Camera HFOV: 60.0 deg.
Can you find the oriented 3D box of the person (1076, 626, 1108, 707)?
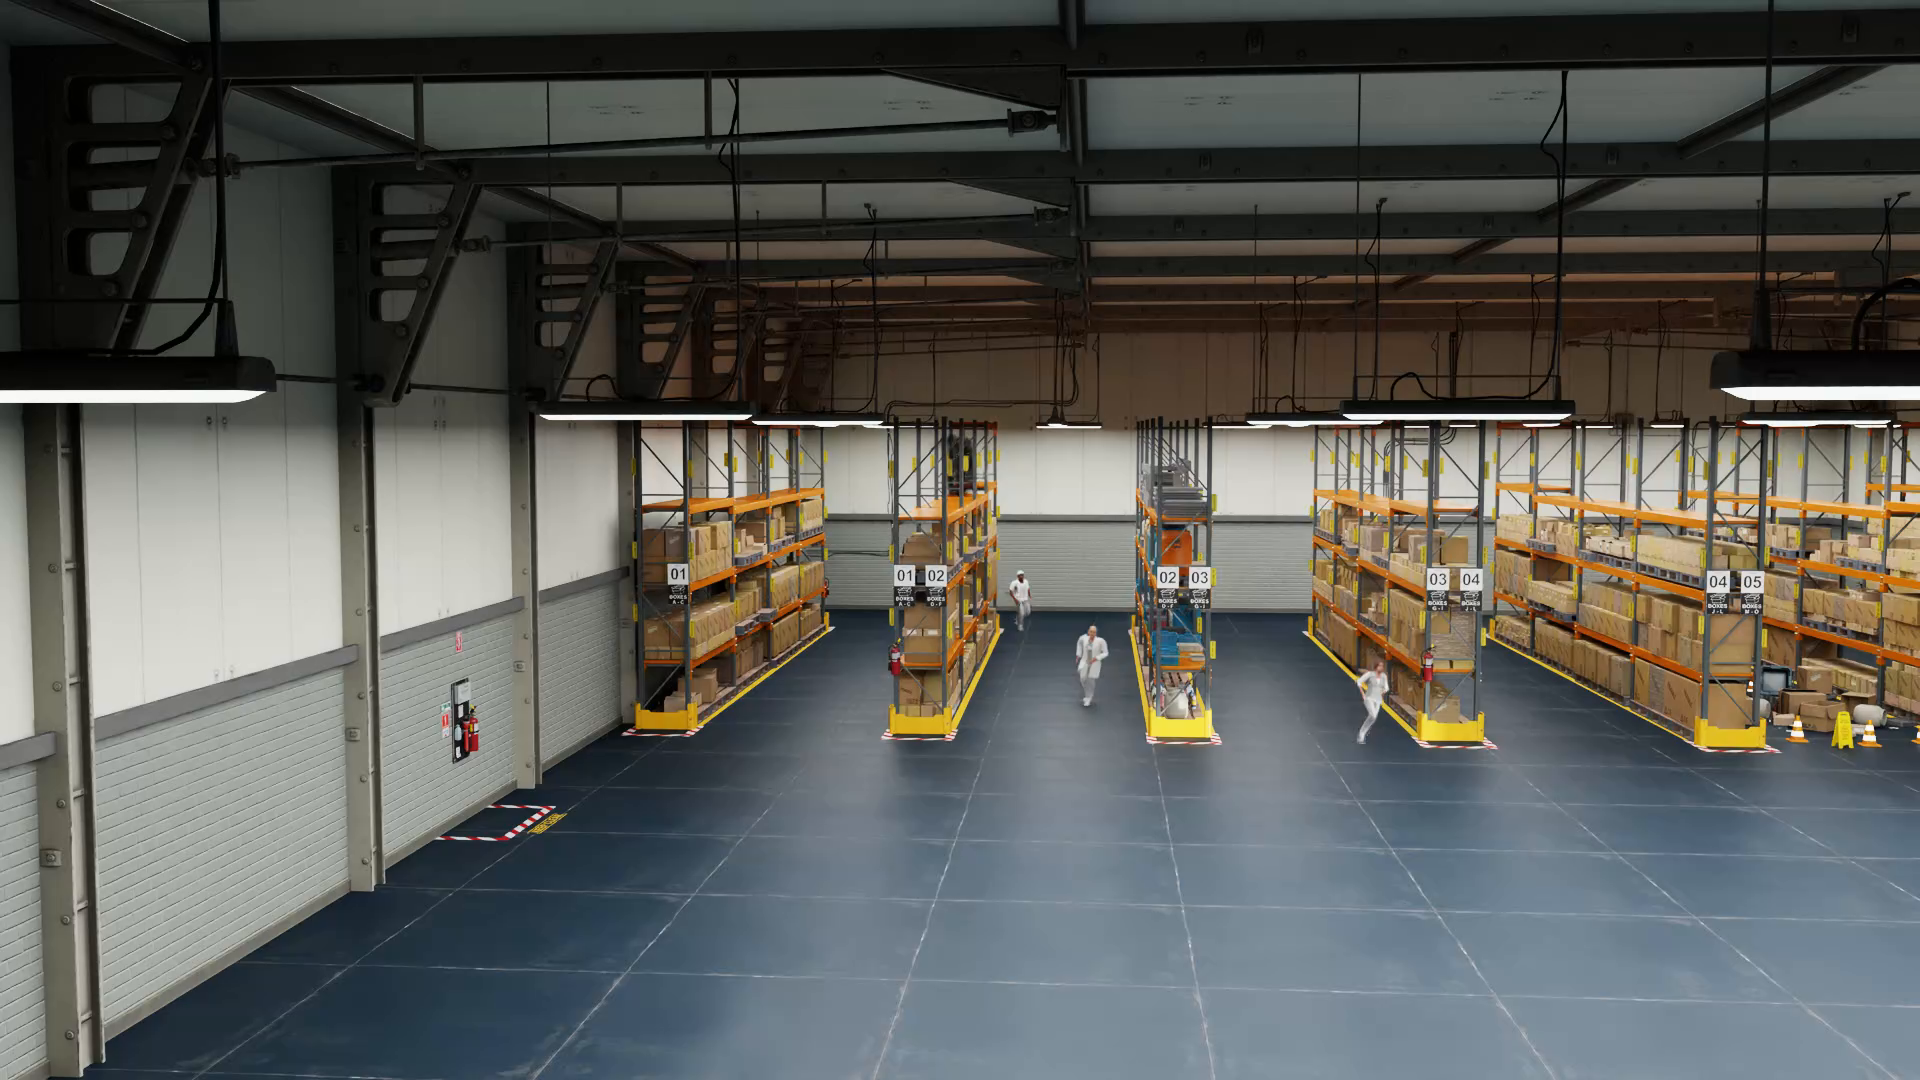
[{"bbox_3d":[2.776,2.607,34.829,0.718,1.684,0.886,1,4,16],"label":"person"}]

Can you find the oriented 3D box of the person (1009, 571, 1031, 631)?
[{"bbox_3d":[1.767,1.740,47.940,0.731,1.727,0.534,-3,5,-35],"label":"person"}]

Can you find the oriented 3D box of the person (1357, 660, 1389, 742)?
[{"bbox_3d":[7.585,2.956,30.496,0.574,1.525,0.583,-1,4,-13],"label":"person"}]

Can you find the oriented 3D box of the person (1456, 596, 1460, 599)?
[{"bbox_3d":[14.078,1.843,46.710,0.583,1.649,0.677,2,4,33],"label":"person"}]
